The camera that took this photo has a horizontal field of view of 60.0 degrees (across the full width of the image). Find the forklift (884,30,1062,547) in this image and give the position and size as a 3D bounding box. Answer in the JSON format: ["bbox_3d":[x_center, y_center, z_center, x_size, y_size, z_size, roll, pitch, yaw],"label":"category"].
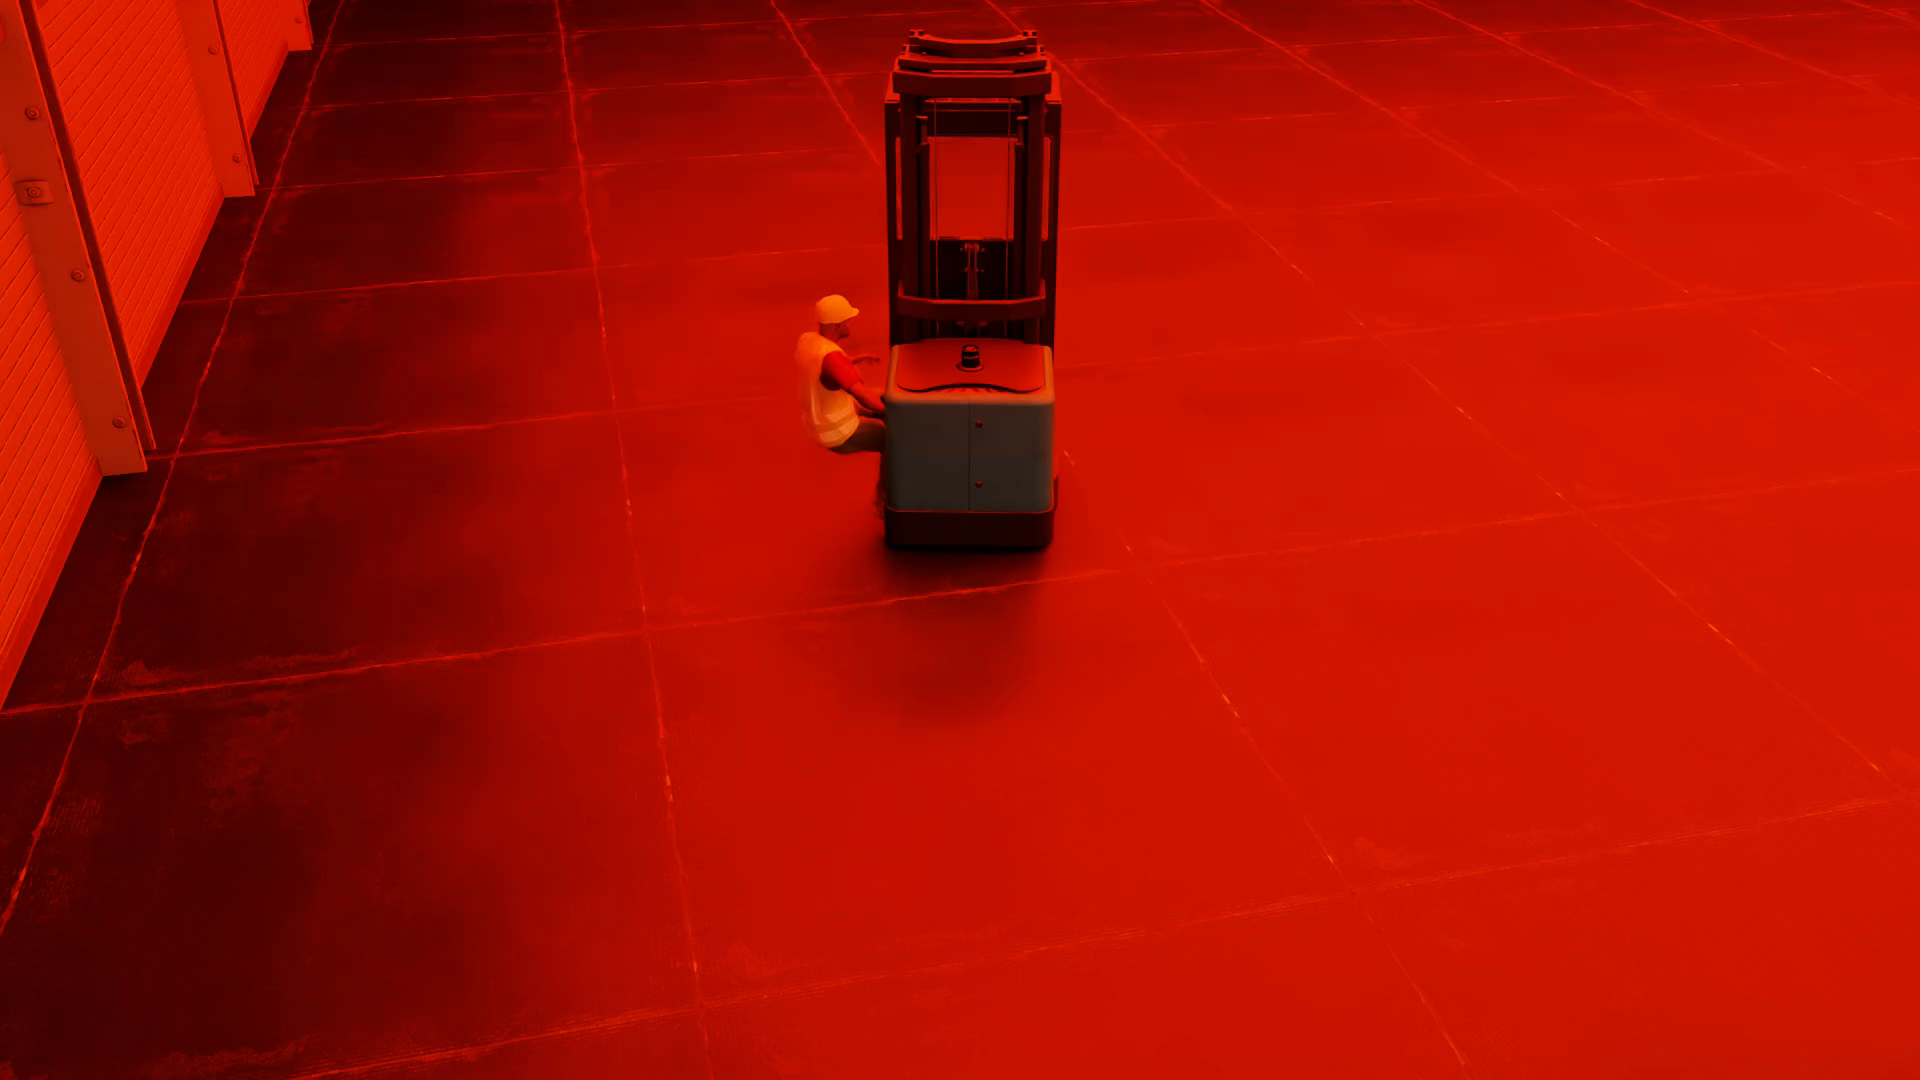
[{"bbox_3d":[0.085,-1.928,10.905,1.130,2.935,3.031,1,30,1],"label":"forklift"}]

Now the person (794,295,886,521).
[{"bbox_3d":[-0.582,-0.836,10.432,0.863,1.521,0.939,-19,35,-29],"label":"person"}]
